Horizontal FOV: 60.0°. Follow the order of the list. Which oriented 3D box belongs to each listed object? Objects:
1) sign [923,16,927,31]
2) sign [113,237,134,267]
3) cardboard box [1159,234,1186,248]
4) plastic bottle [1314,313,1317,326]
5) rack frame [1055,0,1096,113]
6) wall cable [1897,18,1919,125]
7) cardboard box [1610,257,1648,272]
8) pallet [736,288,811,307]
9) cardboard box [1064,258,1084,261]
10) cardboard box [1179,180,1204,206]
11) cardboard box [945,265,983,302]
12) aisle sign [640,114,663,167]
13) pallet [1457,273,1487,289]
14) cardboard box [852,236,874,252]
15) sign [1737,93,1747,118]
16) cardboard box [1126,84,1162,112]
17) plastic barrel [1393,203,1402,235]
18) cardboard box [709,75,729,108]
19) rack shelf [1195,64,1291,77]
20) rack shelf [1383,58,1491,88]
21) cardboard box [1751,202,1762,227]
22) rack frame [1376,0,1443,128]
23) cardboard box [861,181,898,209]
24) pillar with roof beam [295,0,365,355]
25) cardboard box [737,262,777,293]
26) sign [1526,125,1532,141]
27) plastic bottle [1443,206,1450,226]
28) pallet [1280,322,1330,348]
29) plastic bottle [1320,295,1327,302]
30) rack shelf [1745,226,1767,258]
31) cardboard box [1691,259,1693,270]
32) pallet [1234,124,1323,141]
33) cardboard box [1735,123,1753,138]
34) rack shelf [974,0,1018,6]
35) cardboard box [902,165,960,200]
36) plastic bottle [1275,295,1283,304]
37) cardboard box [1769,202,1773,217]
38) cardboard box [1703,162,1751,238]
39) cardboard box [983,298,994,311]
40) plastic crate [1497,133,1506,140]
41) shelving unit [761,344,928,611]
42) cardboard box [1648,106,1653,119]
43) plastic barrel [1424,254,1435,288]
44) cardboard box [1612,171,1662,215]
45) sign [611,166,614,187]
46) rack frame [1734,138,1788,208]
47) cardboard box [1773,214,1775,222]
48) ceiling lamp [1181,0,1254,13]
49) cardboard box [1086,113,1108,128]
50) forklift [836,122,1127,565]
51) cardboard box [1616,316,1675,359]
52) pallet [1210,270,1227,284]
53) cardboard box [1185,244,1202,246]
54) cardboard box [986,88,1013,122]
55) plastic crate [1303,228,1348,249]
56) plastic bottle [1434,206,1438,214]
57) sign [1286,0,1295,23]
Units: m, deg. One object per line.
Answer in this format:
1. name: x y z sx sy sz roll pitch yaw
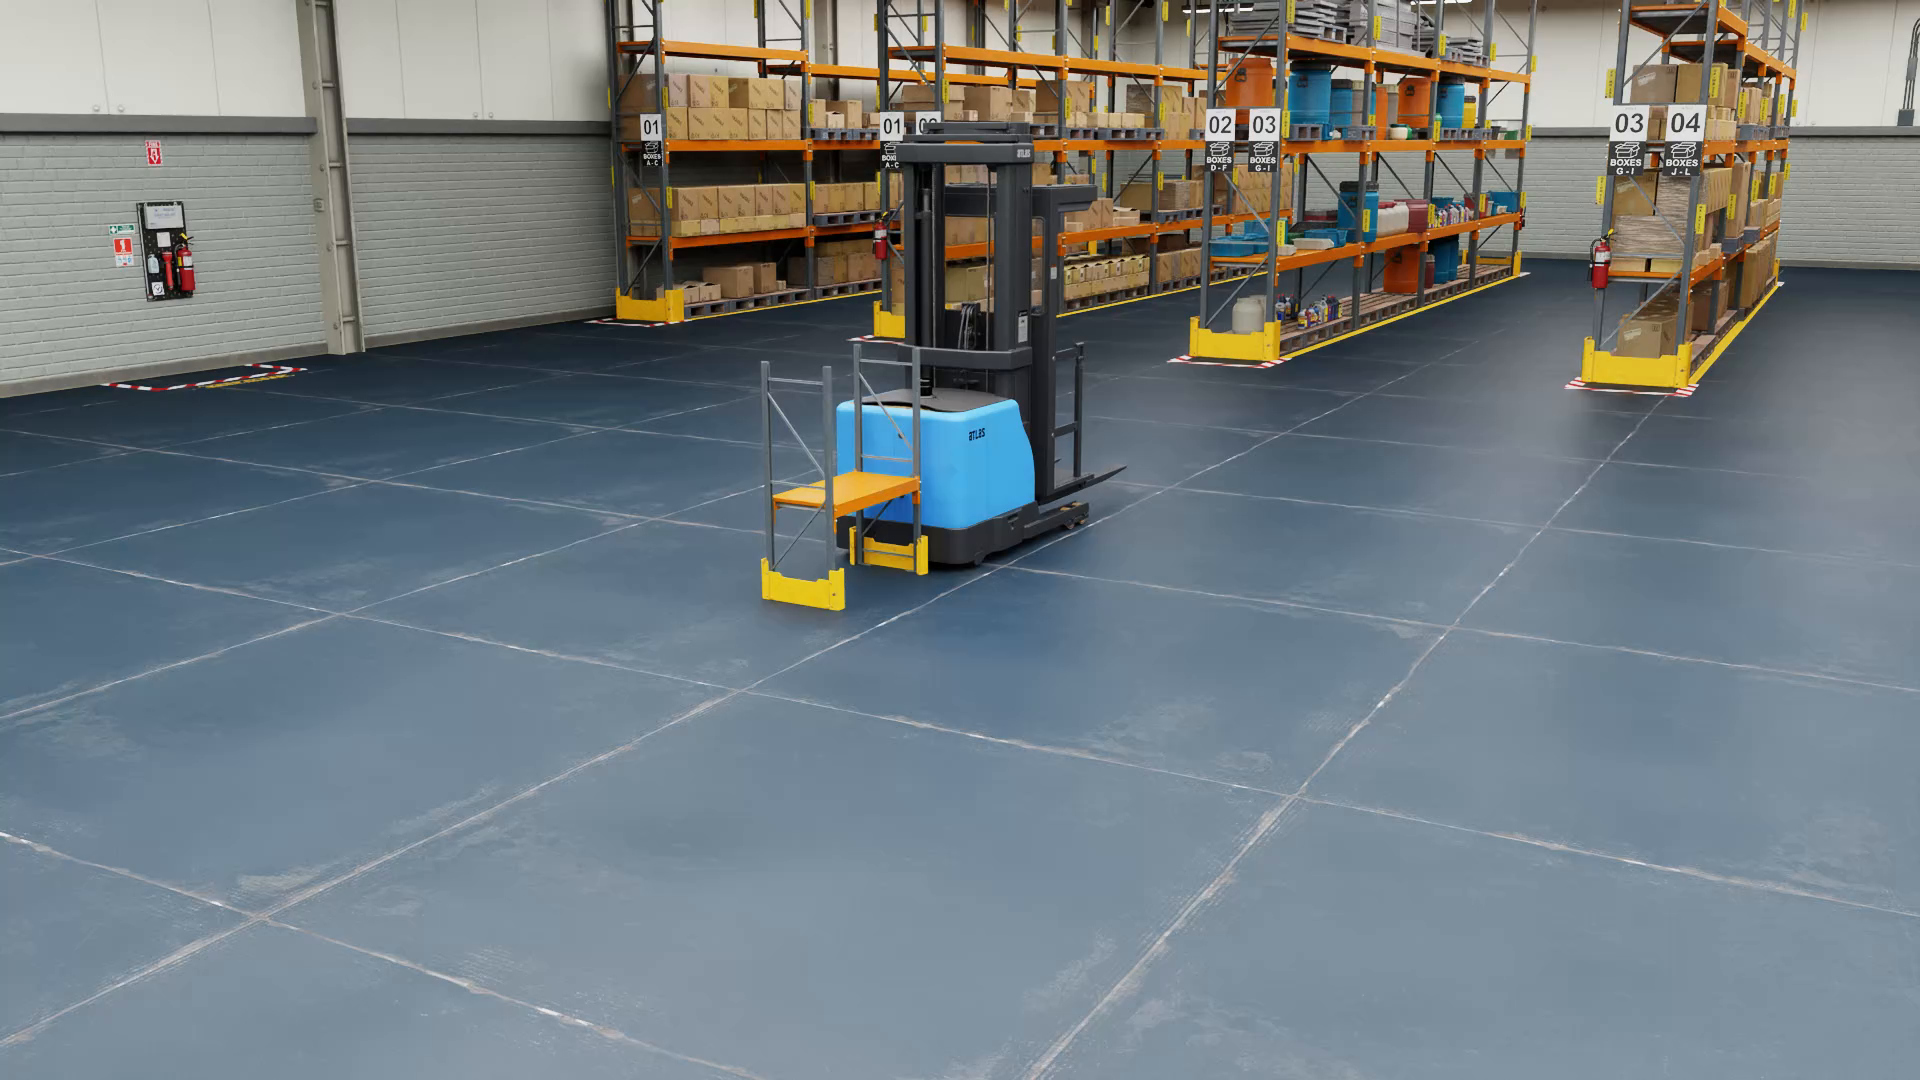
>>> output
1. sign: -0.676 -9.986 32.093 0.100 0.325 0.005 7 15 28
2. sign: -9.928 -3.419 19.739 0.001 0.329 0.234 7 15 28
3. cardboard box: 4.186 -5.983 33.247 0.500 0.250 0.500 7 15 28
4. plastic bottle: 5.061 -3.174 23.832 0.097 0.201 0.097 0 14 0
5. rack frame: 2.712 -11.194 39.267 1.000 3.000 0.127 7 15 28
6. wall cable: 21.471 -11.844 35.099 2.277 5.999 0.120 7 15 28
7. cardboard box: 7.943 -3.271 19.739 0.380 0.149 0.250 7 15 28
8. pallet: -3.383 -4.319 29.497 1.003 0.211 1.213 7 15 28
9. cardboard box: 1.930 -4.823 29.415 0.500 0.311 0.500 7 15 27
10. cardboard box: 4.692 -7.078 33.882 0.700 0.500 0.500 2 14 9
11. cardboard box: 0.010 -3.855 24.992 0.500 0.500 0.500 7 15 28
12. aisle sign: -4.795 -6.210 25.847 0.394 0.787 0.004 7 15 28
13. pallet: 9.772 -5.135 32.881 1.003 0.211 1.213 7 15 28
14. cardboard box: -1.788 -5.736 32.223 0.500 0.250 0.500 8 16 29
15. sign: 10.398 -5.782 22.114 0.100 0.325 0.005 7 15 28
16. cardboard box: 3.399 -8.158 30.725 0.500 0.500 0.500 7 15 28
17. plastic barrel: 7.003 -5.247 27.159 0.421 0.512 0.421 0 14 0
18. cardboard box: -4.099 -7.253 26.929 0.500 0.500 0.500 8 16 30
19. rack shelf: 6.083 -9.872 35.325 1.077 0.370 4.000 7 15 28
20. rack shelf: 8.484 -8.297 29.636 1.077 0.370 4.000 7 15 28
21. cardboard box: 13.061 -5.384 27.755 0.500 0.500 0.500 7 15 28
22. rack frame: 7.517 -8.431 27.803 1.000 3.000 0.127 7 15 28
23. cardboard box: -1.620 -6.684 32.206 0.700 0.500 0.500 6 15 23
24. pillar with roof beam: -4.573 -6.435 19.524 9.100 9.000 0.400 7 15 28
25. cardboard box: -3.556 -4.597 29.097 0.500 0.500 0.500 6 15 24
26. sign: 11.874 -8.504 34.730 0.100 0.325 0.005 7 15 28
27. plastic bottle: 8.760 -5.859 30.042 0.144 0.351 0.185 7 15 28
28. pallet: 4.634 -2.954 23.835 1.003 0.211 1.213 7 15 28
29. plastic bottle: 5.398 -3.471 24.745 0.144 0.351 0.185 7 15 28
30. rack shelf: 12.820 -5.014 27.965 1.077 0.370 4.000 7 15 28
31. cardboard box: 8.470 -3.270 19.734 0.380 0.149 0.250 7 15 28
32. pallet: 4.135 -5.398 22.027 1.003 0.211 1.213 7 15 28
33. cardboard box: 11.365 -6.007 24.470 0.500 0.250 0.500 8 16 30
34. rack shelf: -0.188 -11.229 33.856 1.077 0.370 4.000 7 15 28
35. cardboard box: -0.422 -5.219 24.302 0.700 0.500 0.500 7 15 28
36. plastic bottle: 4.739 -3.462 24.708 0.144 0.351 0.185 7 15 26
37. cardboard box: 14.488 -6.014 30.263 0.500 0.250 0.500 7 15 28
38. cardboard box: 10.426 -4.775 23.265 1.000 1.000 1.000 7 15 28
39. cardboard box: 0.250 -3.593 25.506 0.500 0.250 0.500 7 15 28
40. plastic crate: 10.603 -8.034 33.118 0.437 0.136 0.530 7 15 28
41. shelving unit: -0.732 -0.436 10.643 0.587 1.500 1.083 8 16 29
42. cardboard box: 7.847 -4.983 19.373 0.380 0.149 0.250 7 15 28
43. plastic barrel: 8.285 -4.880 30.125 0.600 0.588 0.708 7 15 28
44. cardboard box: 8.035 -4.132 19.791 0.500 0.500 0.500 7 15 28
45. sign: -5.499 -5.779 26.459 0.100 0.325 0.005 7 15 28
46. rack frame: 15.720 -6.594 32.986 1.000 3.000 0.127 7 15 28
47. cardboard box: 15.097 -6.048 31.257 0.380 0.149 0.250 8 16 29
48. ceiling lamp: 6.220 -14.297 39.680 2.000 3.185 0.800 7 15 28
49. cardboard box: 2.227 -7.230 28.648 0.500 0.250 0.500 6 15 23
50. forklift: 0.318 -1.553 12.220 1.130 2.935 3.031 8 16 29
51. cardboard box: 8.302 -2.427 20.138 0.500 0.500 0.500 11 17 38
52. pallet: 4.756 -5.370 33.858 1.003 0.211 1.213 7 15 28
53. cardboard box: 4.669 -5.824 34.185 0.500 0.500 0.500 7 15 26
54. cardboard box: 0.343 -6.713 25.662 0.797 0.503 0.637 9 16 34
55. plastic crate: 5.286 -4.363 24.050 0.499 0.251 0.616 7 15 28
56. plastic bottle: 8.562 -5.849 29.999 0.144 0.351 0.185 7 15 28
57. sign: 4.129 -6.625 20.757 0.100 0.325 0.005 7 15 28
